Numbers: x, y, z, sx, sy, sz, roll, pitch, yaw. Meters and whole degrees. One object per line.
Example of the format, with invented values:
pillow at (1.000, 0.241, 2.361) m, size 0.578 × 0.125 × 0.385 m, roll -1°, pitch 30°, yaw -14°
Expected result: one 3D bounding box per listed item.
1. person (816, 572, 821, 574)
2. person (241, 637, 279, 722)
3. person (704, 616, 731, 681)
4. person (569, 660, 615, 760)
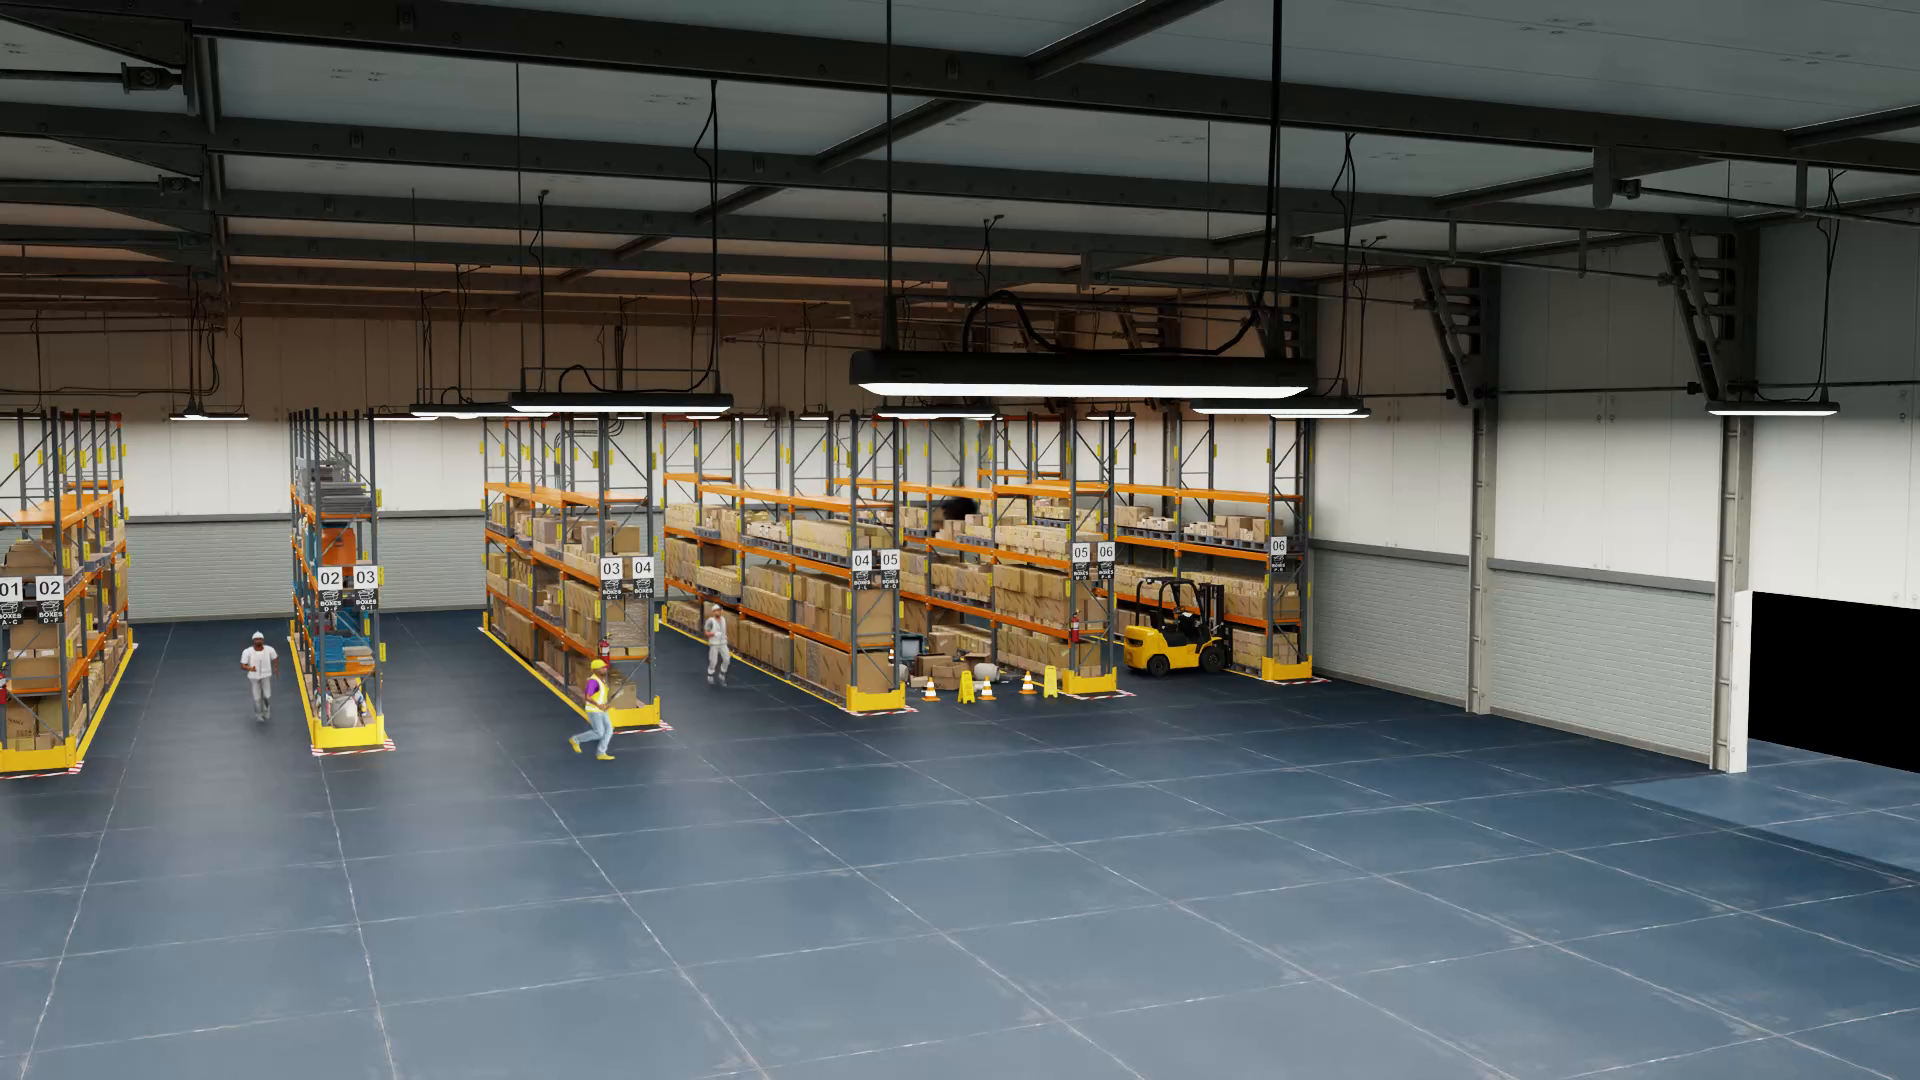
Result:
person at (-3.805, 1.708, 44.839) m, size 0.685 × 1.735 × 0.619 m, roll -3°, pitch 5°, yaw -36°
person at (-13.355, 2.641, 31.754) m, size 0.685 × 1.687 × 0.623 m, roll -2°, pitch 4°, yaw -26°
person at (-5.246, 2.352, 36.041) m, size 0.639 × 1.441 × 0.733 m, roll -3°, pitch 5°, yaw -36°
person at (-6.252, 2.885, 28.263) m, size 0.748 × 1.723 × 0.690 m, roll 0°, pitch 4°, yaw 4°
